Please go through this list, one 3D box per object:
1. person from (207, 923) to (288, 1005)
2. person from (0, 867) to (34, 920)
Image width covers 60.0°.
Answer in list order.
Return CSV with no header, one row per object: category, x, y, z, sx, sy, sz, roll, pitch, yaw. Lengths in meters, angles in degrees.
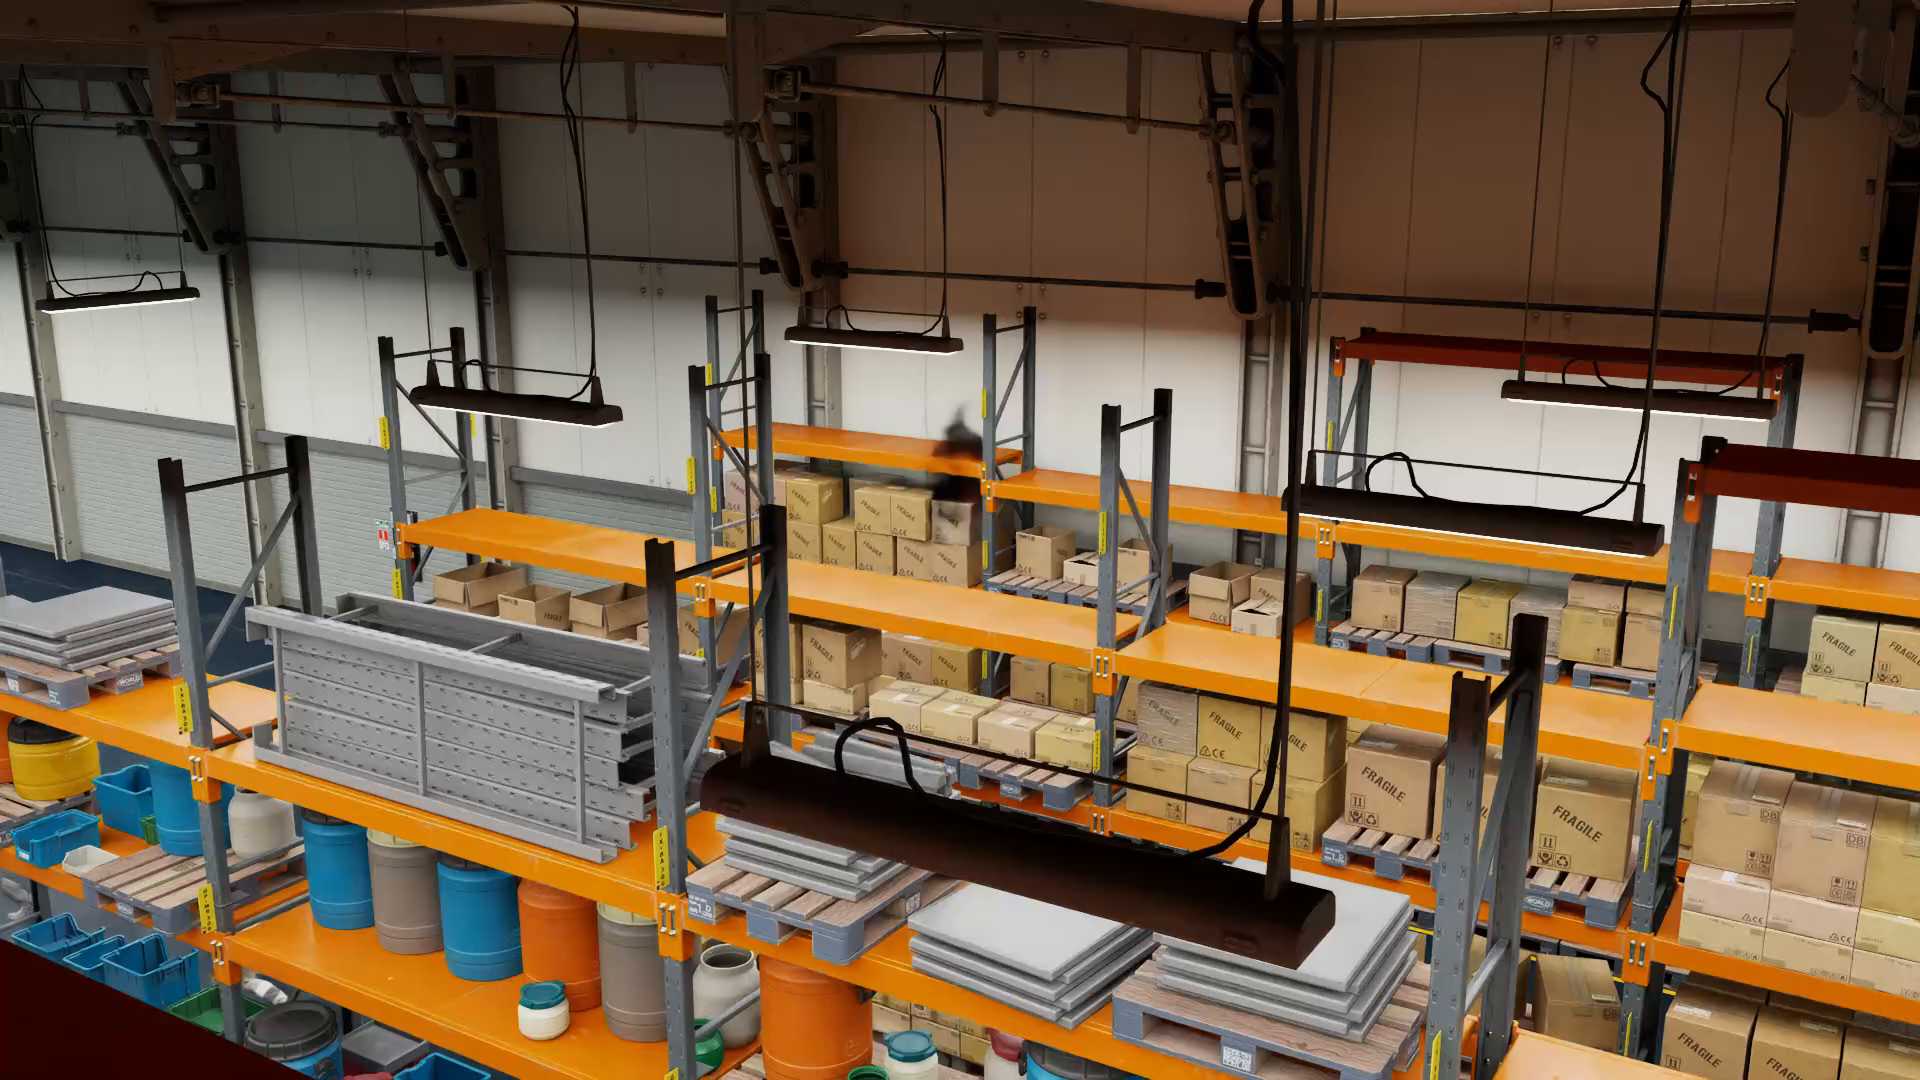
person,-6.402,3.647,14.814,0.888,1.769,0.655,4,14,17
person,-9.874,3.168,16.842,0.804,1.798,0.702,-7,15,-26
